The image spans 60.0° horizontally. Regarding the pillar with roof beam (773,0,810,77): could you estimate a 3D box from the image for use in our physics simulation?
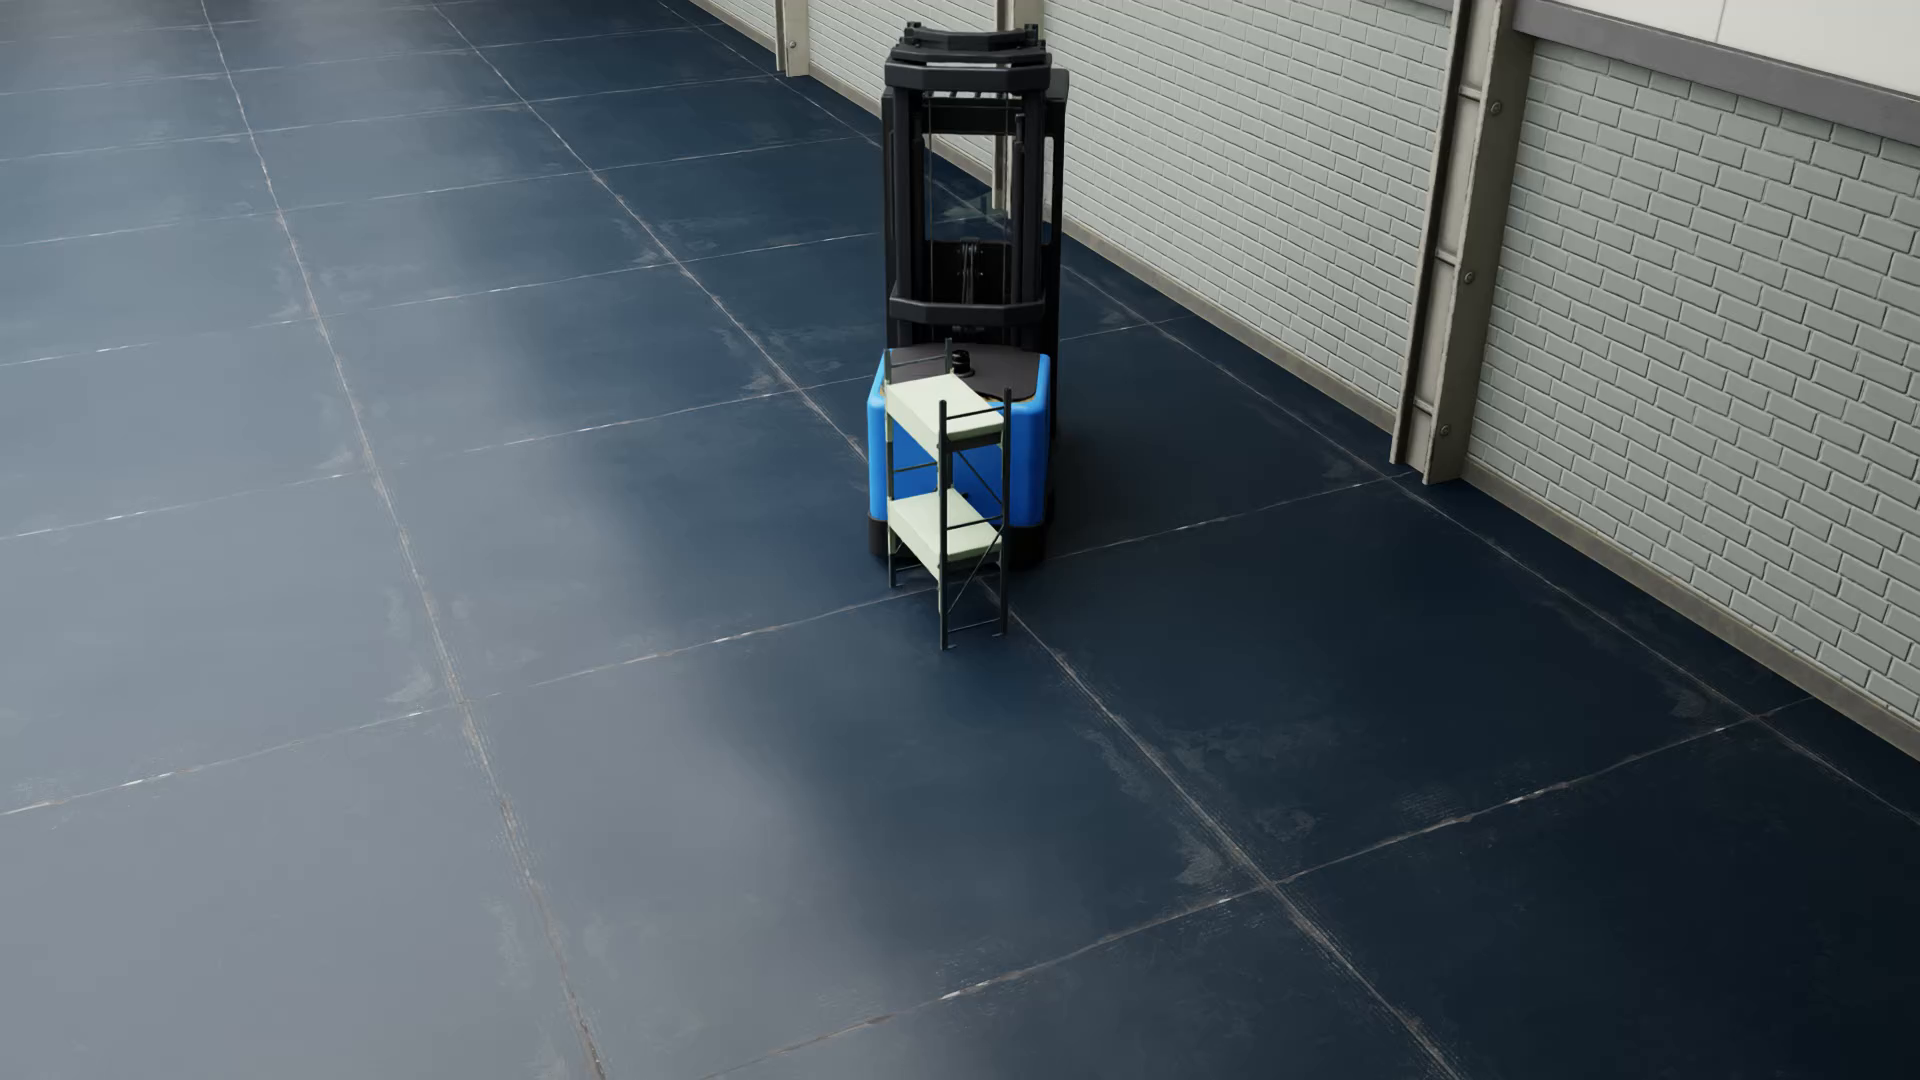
[{"bbox_3d":[-5.936,-8.798,16.712,9.100,9.000,0.400,-13,32,-22],"label":"pillar with roof beam"}]

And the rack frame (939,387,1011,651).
[{"bbox_3d":[0.078,-0.089,8.848,0.400,1.500,0.023,-13,32,-21],"label":"rack frame"}]

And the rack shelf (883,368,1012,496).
[{"bbox_3d":[-0.075,-0.592,8.947,0.431,0.370,0.720,-13,32,-21],"label":"rack shelf"}]

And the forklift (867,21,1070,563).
[{"bbox_3d":[0.101,-1.837,10.503,1.130,2.935,3.031,2,29,4],"label":"forklift"}]

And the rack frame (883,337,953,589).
[{"bbox_3d":[-0.228,-0.414,9.427,0.400,1.500,0.023,-13,32,-21],"label":"rack frame"}]

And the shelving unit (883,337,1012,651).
[{"bbox_3d":[-0.075,-0.251,9.138,0.431,1.500,0.755,-13,32,-21],"label":"shelving unit"}]

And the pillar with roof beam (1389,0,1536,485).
[{"bbox_3d":[-0.785,-3.497,7.259,9.100,9.000,0.400,-13,32,-22],"label":"pillar with roof beam"}]

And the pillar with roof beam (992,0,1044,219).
[{"bbox_3d":[-3.360,-6.148,11.985,9.100,9.000,0.400,-13,32,-22],"label":"pillar with roof beam"}]

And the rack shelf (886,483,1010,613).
[{"bbox_3d":[-0.075,0.033,9.297,0.431,0.370,0.720,-13,32,-21],"label":"rack shelf"}]
